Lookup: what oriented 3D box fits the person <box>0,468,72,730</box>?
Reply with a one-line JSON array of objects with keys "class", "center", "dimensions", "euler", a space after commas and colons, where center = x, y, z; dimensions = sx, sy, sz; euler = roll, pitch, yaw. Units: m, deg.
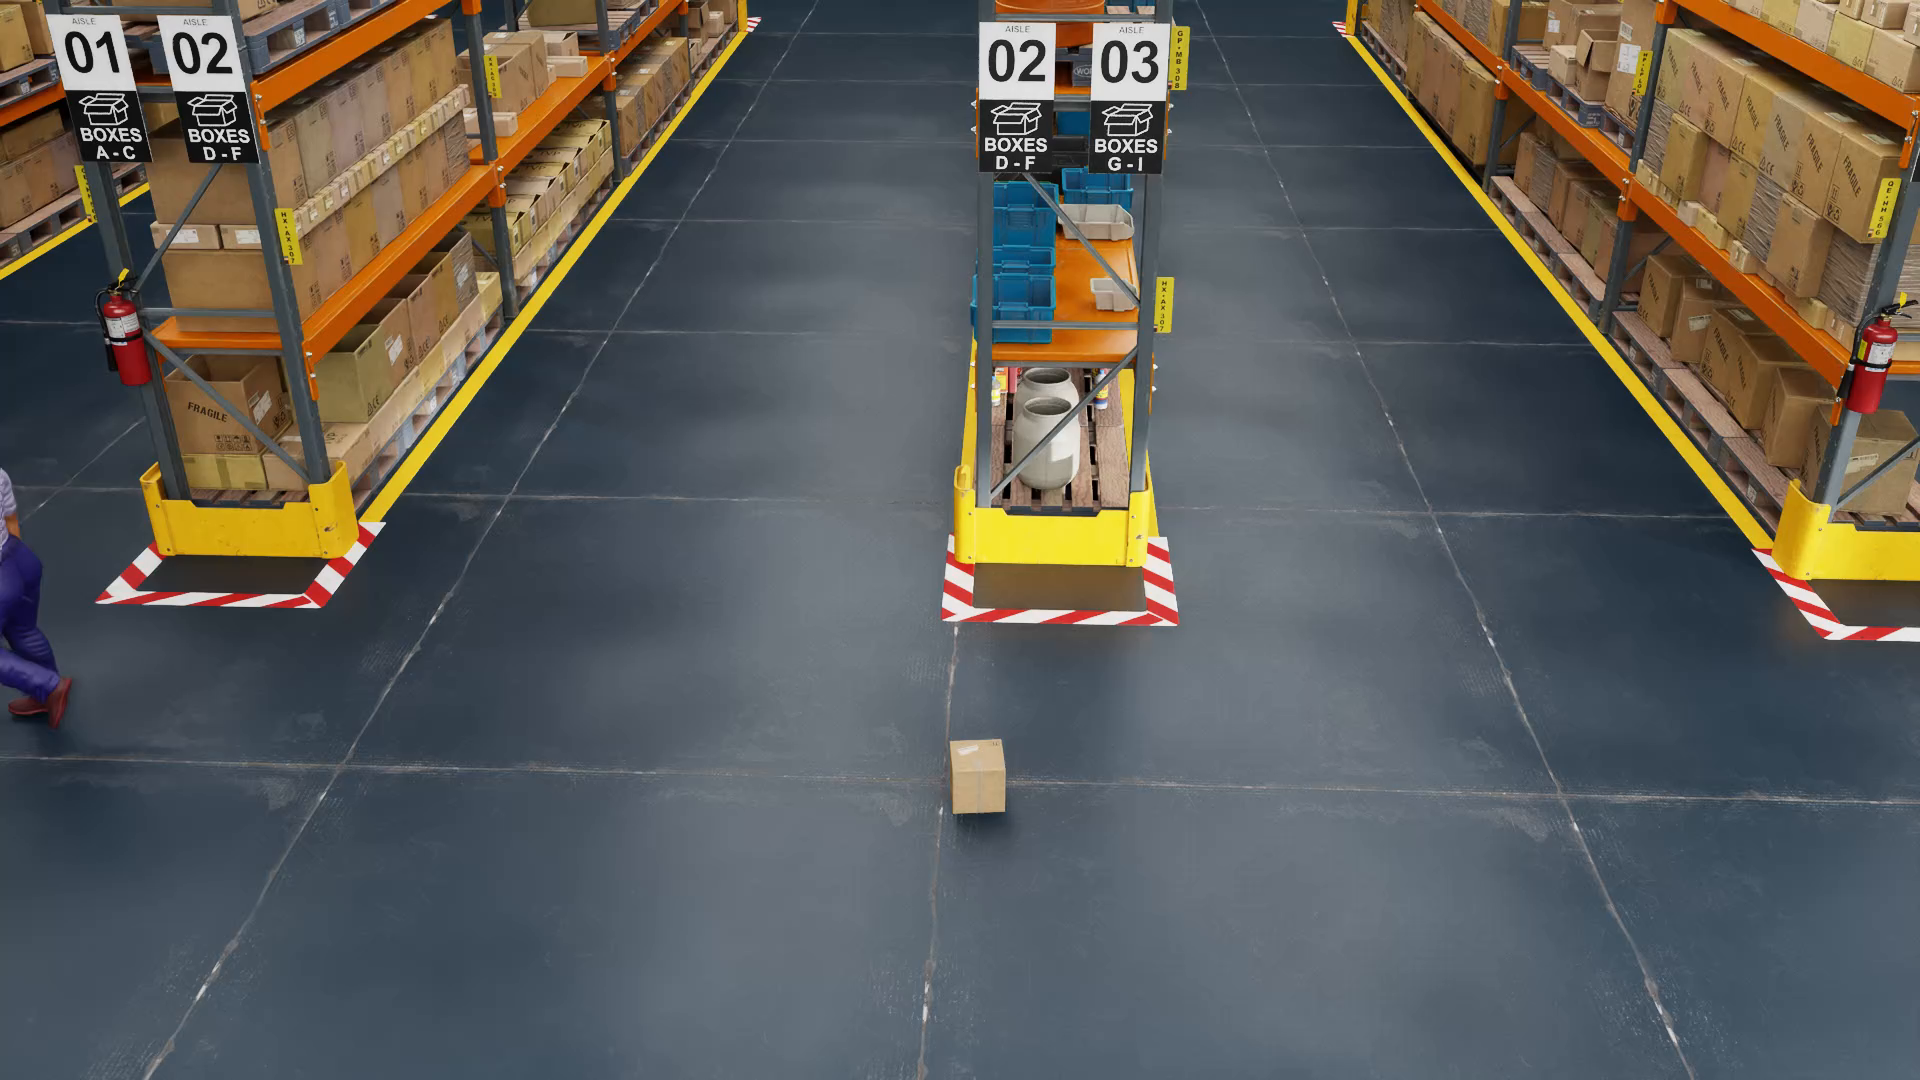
[{"class": "person", "center": [-4.722, 0.207, 8.195], "dimensions": [0.495, 1.650, 0.519], "euler": [0, 28, 0]}]
